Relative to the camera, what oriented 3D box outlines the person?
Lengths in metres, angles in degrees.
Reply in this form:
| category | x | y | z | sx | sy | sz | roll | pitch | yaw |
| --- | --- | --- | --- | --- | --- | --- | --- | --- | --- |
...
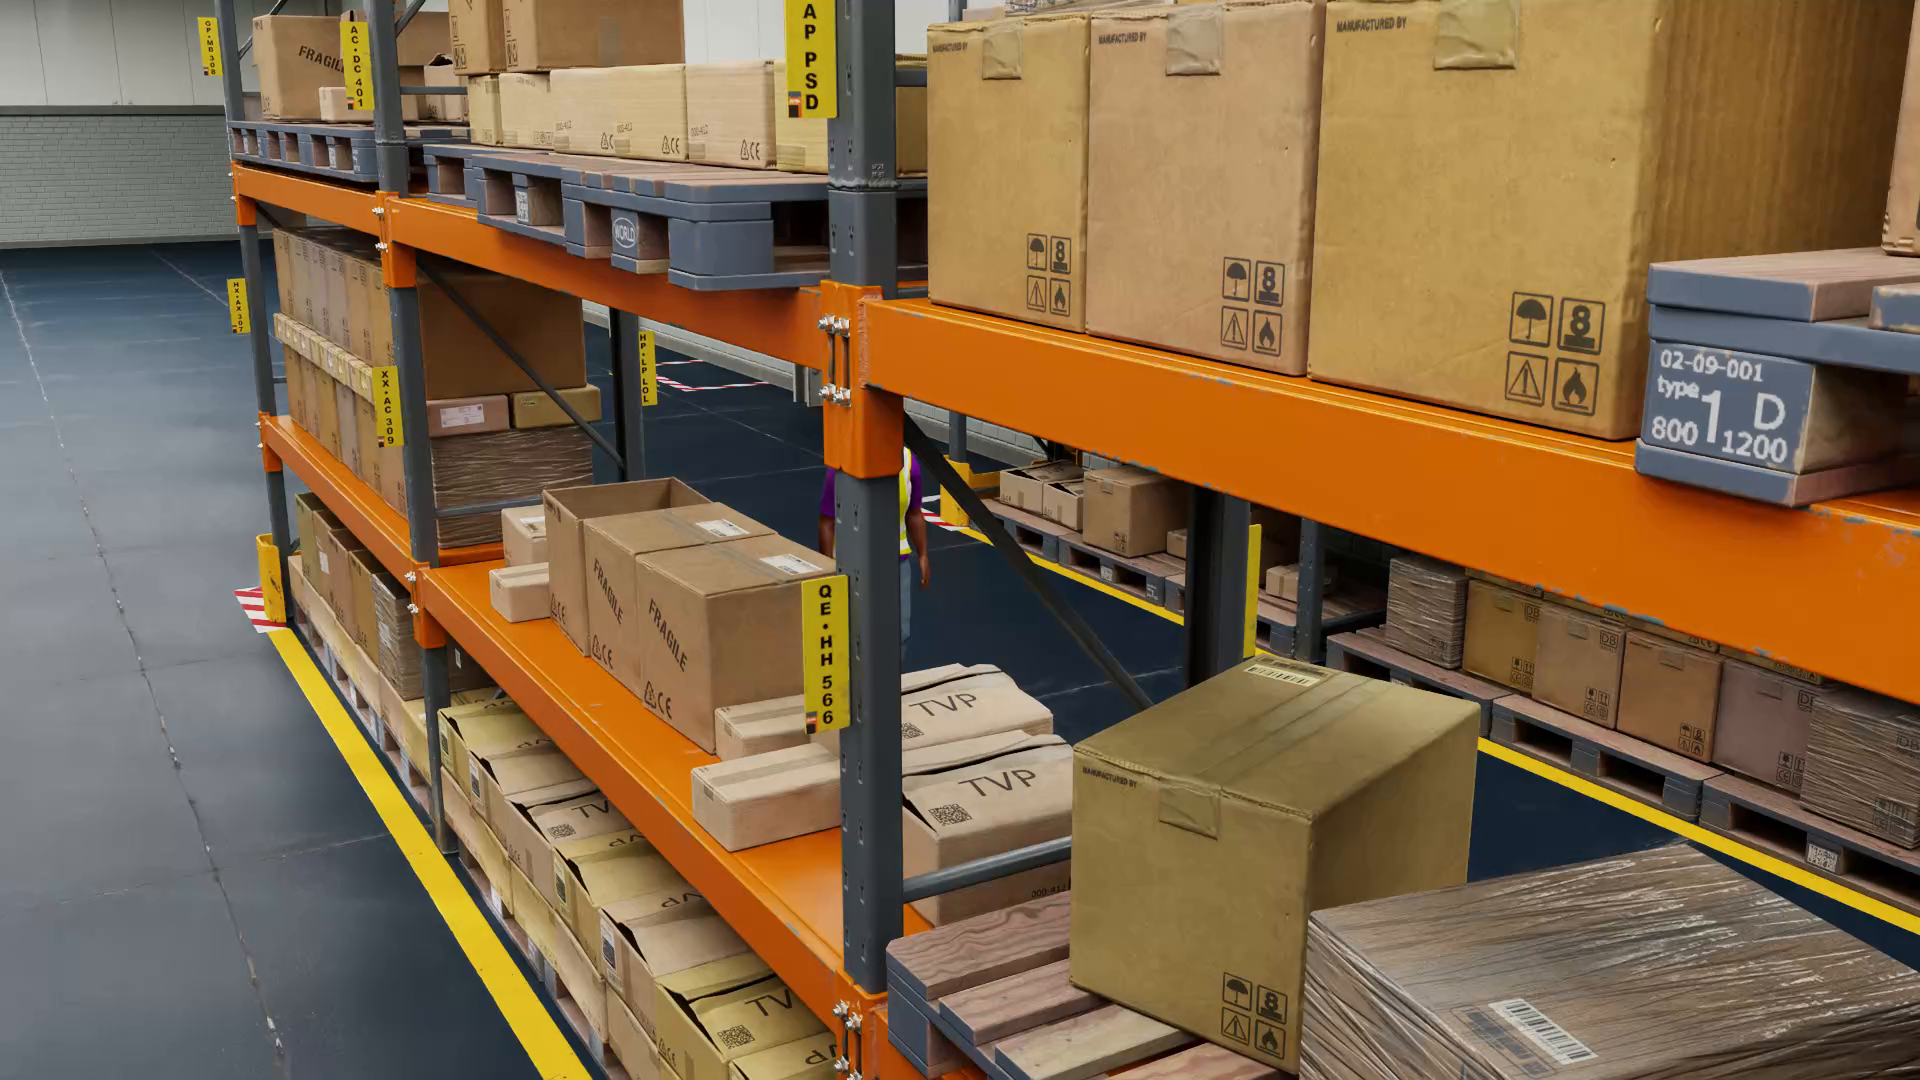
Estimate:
| category | x | y | z | sx | sy | sz | roll | pitch | yaw |
| --- | --- | --- | --- | --- | --- | --- | --- | --- | --- |
| person | -0.428 | 0.128 | 8.497 | 0.635 | 1.757 | 0.455 | -10 | 18 | -33 |
